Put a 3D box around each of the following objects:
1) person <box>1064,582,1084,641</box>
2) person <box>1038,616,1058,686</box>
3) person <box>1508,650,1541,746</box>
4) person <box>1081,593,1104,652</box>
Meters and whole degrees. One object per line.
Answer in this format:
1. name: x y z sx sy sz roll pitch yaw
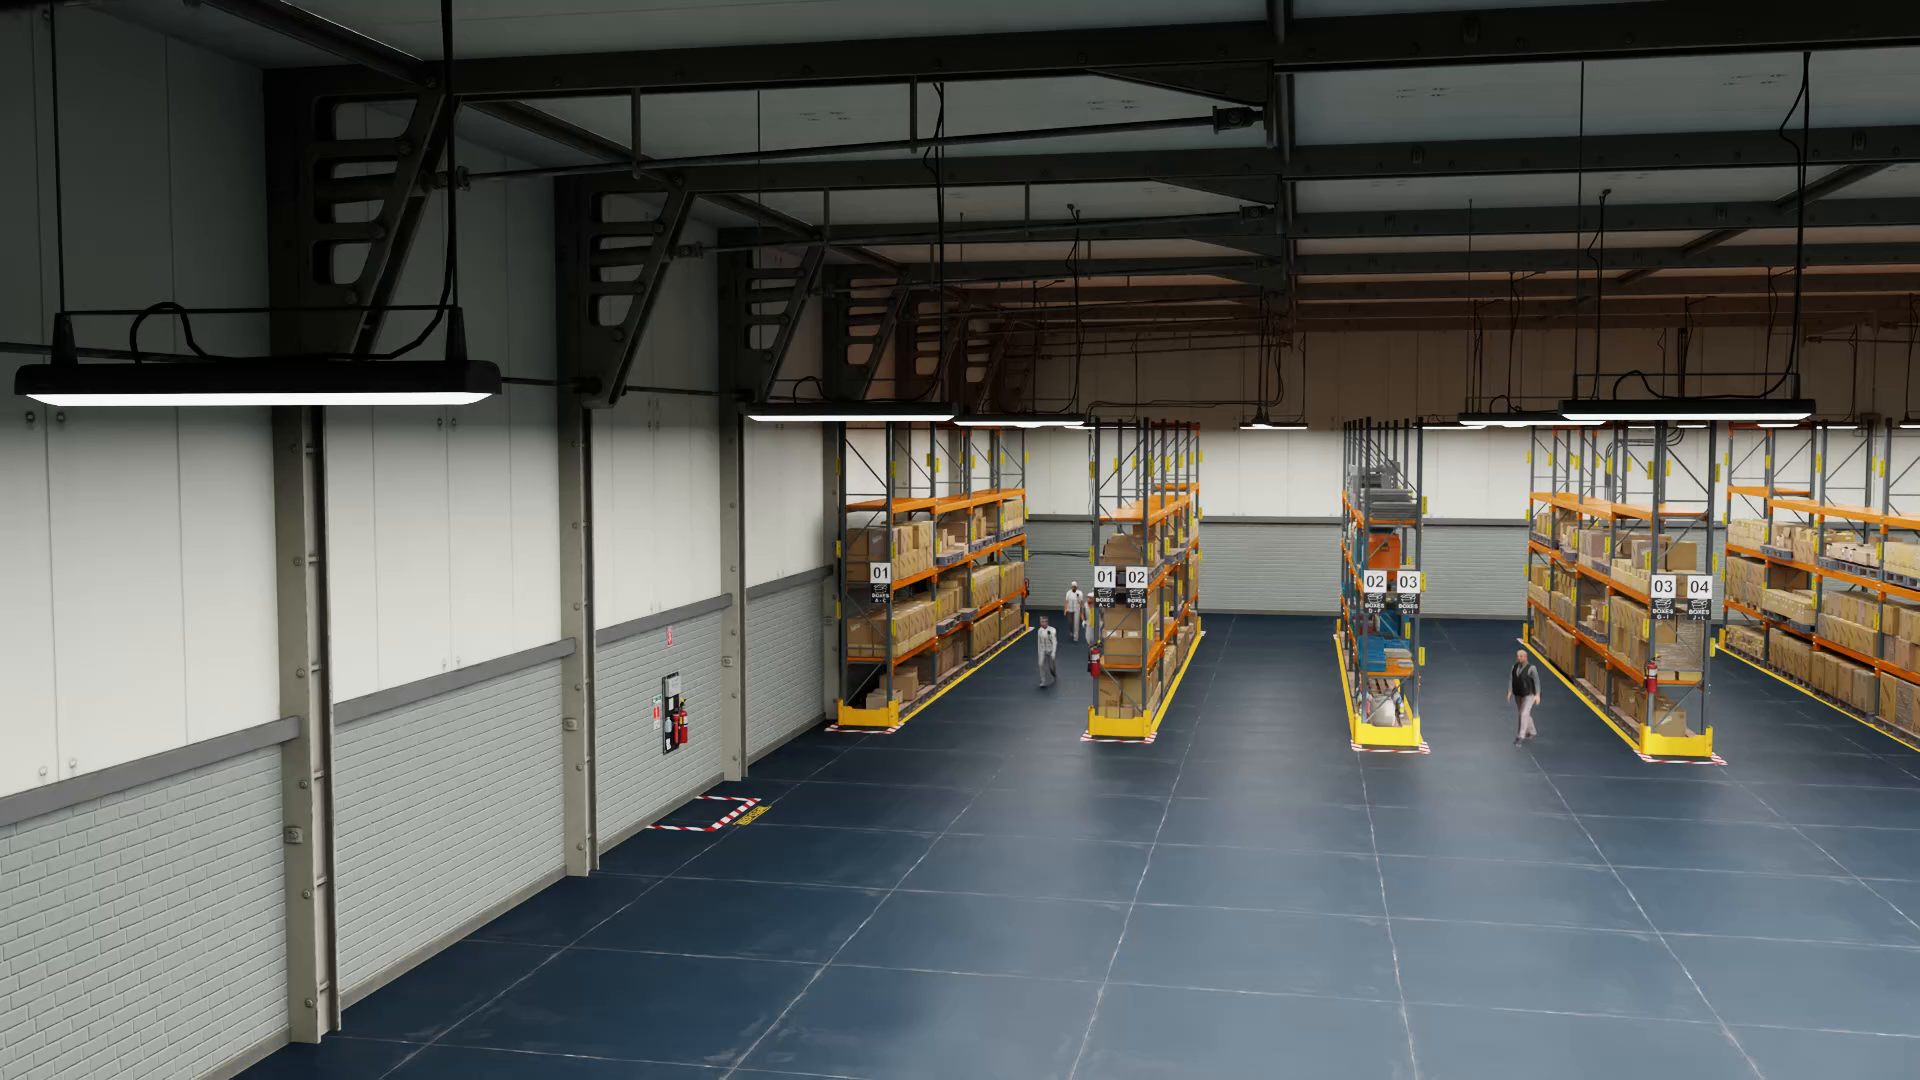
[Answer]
1. person: 3.140 1.939 45.667 0.509 1.603 1.043 1 4 11
2. person: 1.966 2.500 37.581 0.478 1.565 0.967 1 4 19
3. person: 10.360 2.875 30.628 0.863 1.699 0.562 -2 4 -29
4. person: 3.386 2.160 41.992 0.698 1.691 0.591 1 4 20
